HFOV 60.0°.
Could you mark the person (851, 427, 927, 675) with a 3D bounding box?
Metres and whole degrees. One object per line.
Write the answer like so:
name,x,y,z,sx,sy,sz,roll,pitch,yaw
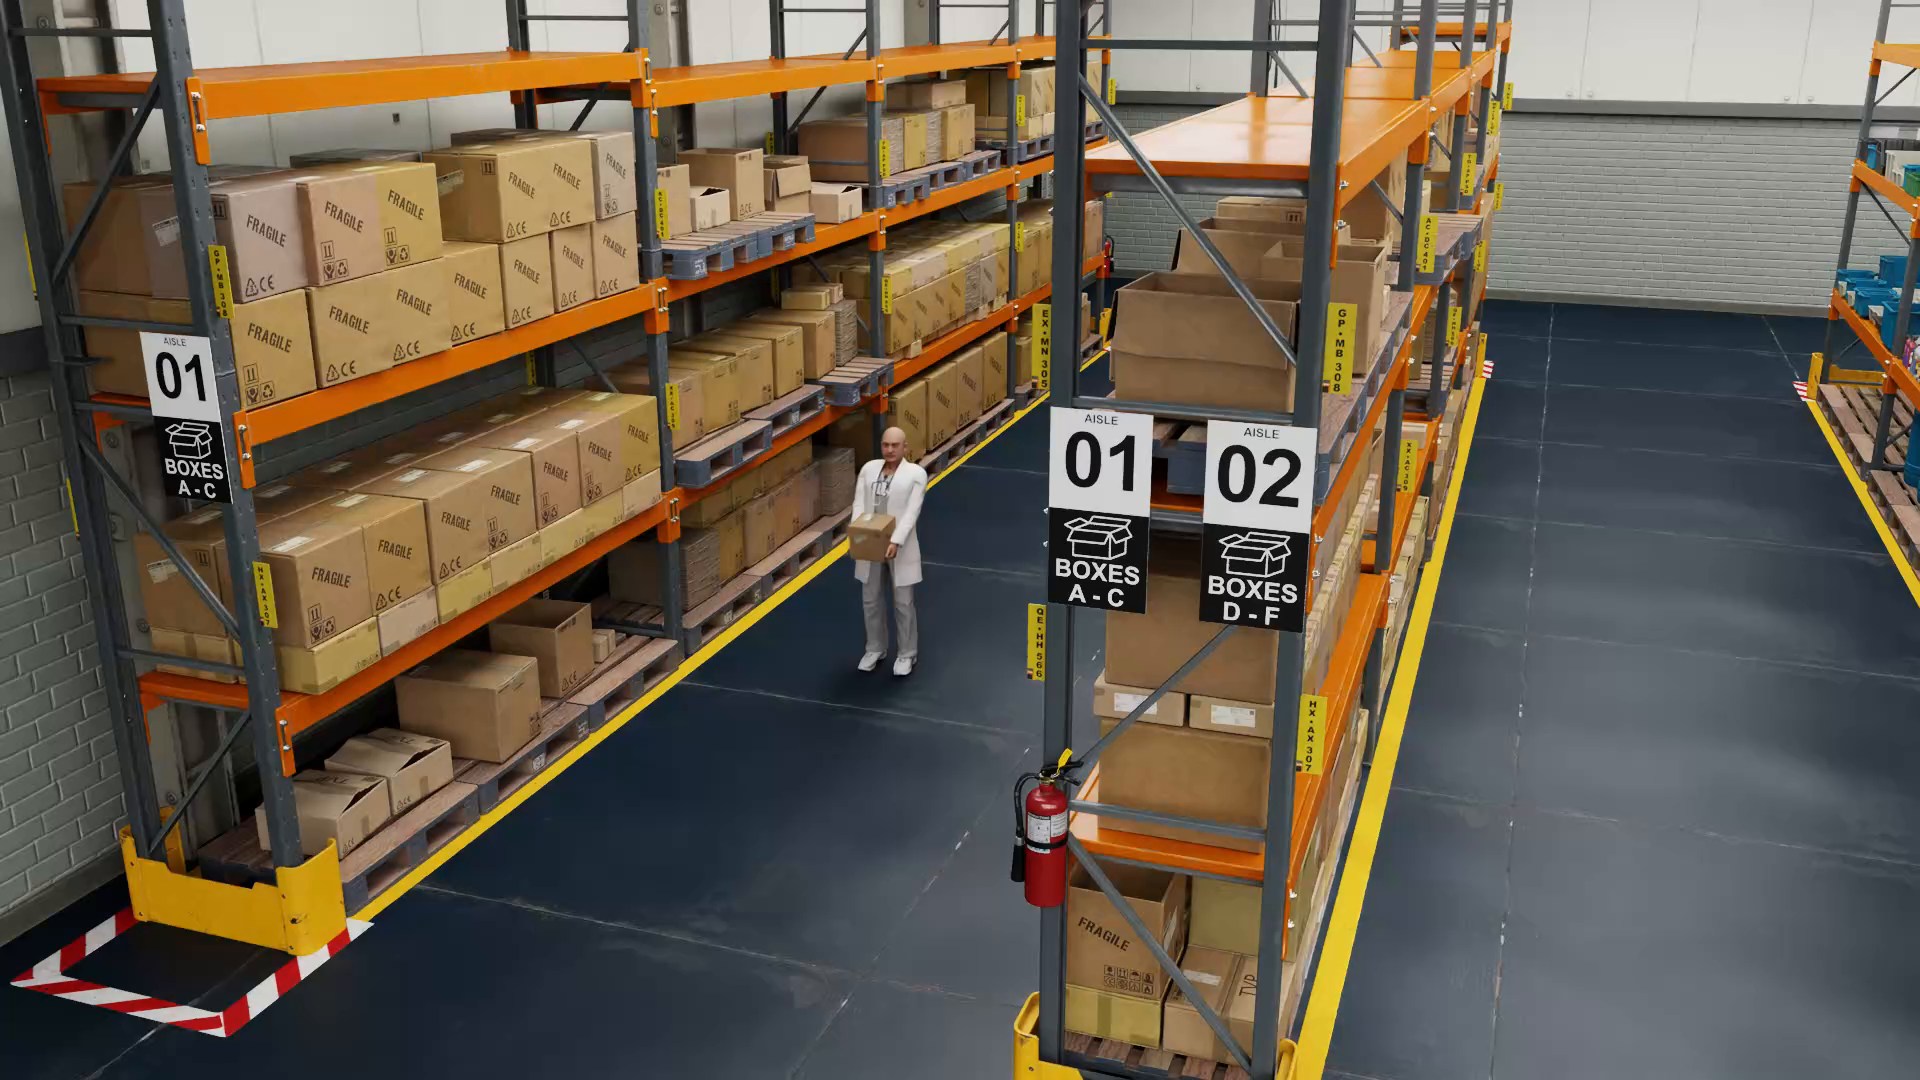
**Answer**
person,-0.535,0.100,11.793,0.529,1.772,0.552,7,20,19
